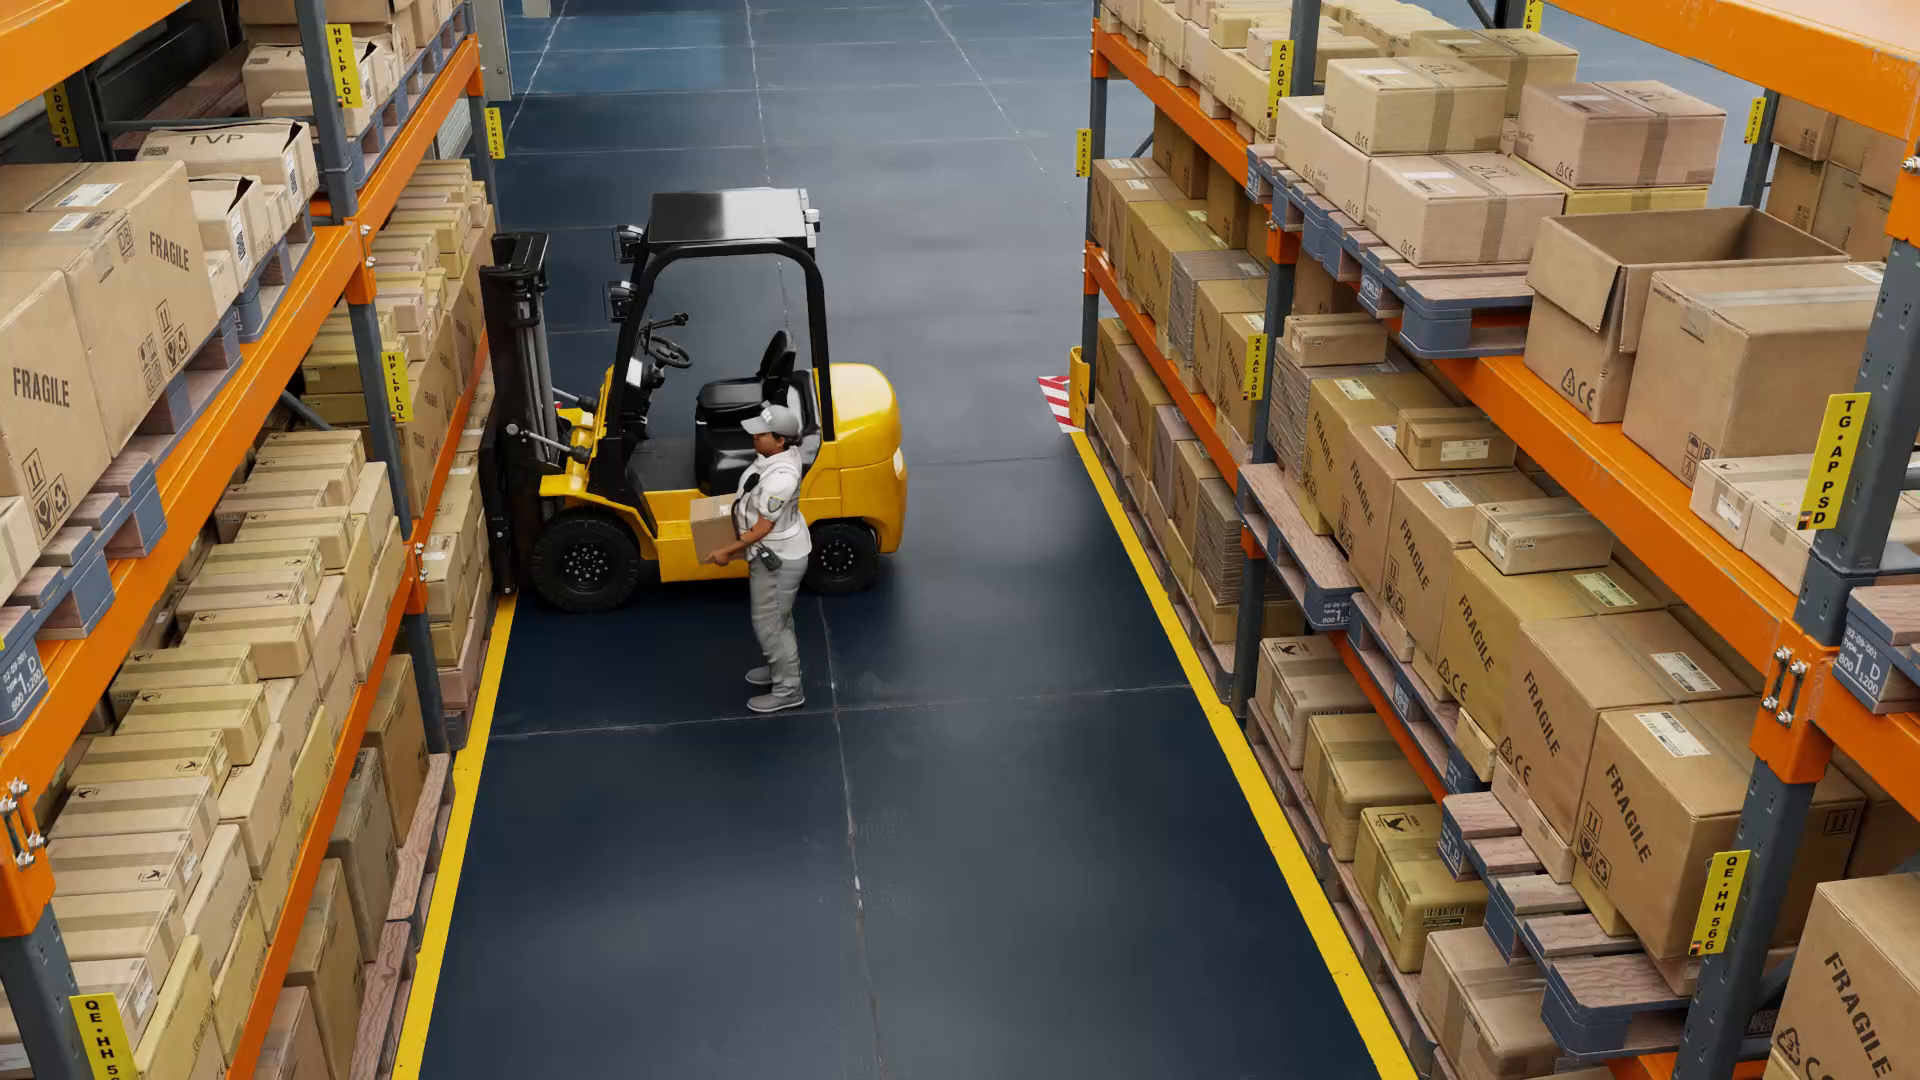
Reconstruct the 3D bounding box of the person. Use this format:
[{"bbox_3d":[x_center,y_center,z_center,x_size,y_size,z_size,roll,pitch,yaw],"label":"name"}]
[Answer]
[{"bbox_3d":[-1.020,0.084,8.464,0.535,1.653,0.452,-3,28,-7],"label":"person"}]
